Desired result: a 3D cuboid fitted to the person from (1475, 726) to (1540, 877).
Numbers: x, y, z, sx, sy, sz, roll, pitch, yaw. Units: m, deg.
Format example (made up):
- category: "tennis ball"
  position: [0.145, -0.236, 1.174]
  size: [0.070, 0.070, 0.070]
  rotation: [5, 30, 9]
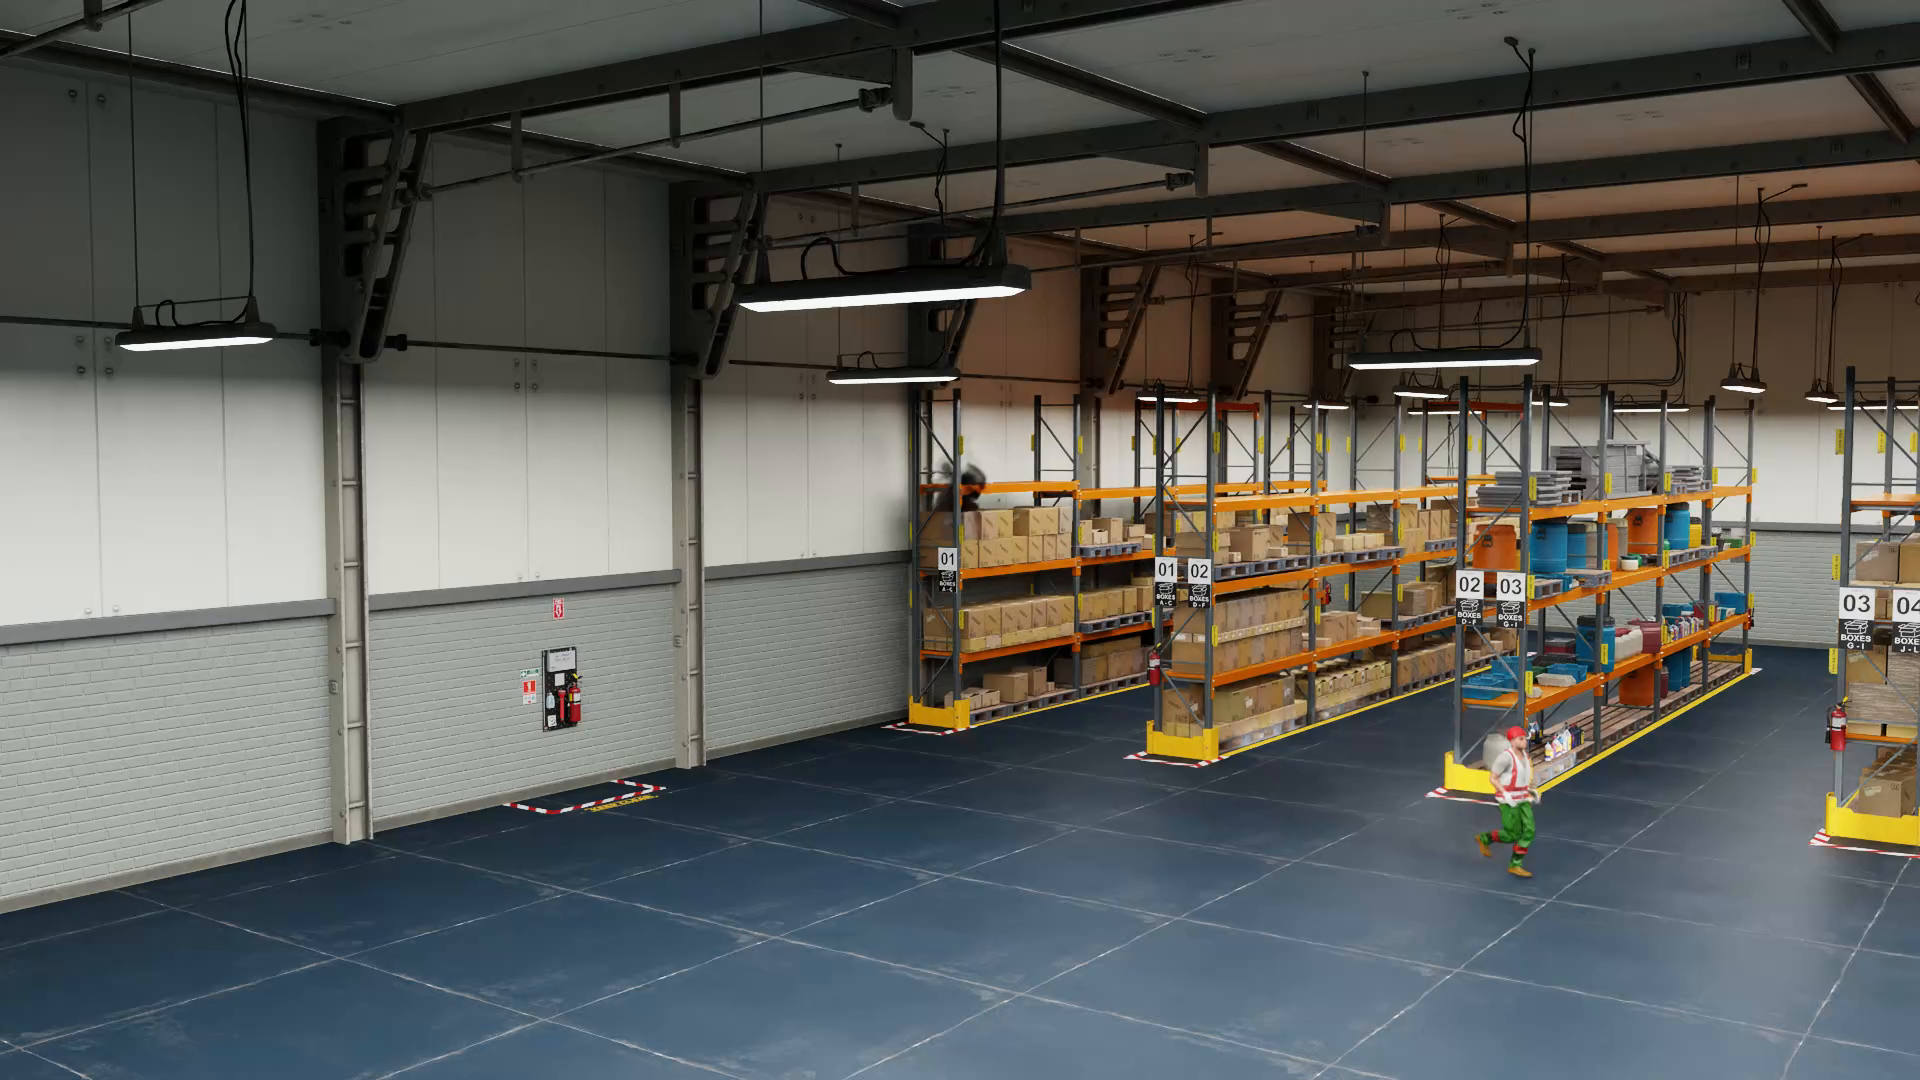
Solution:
- category: "person"
  position: [6.410, 3.027, 19.458]
  size: [0.646, 1.738, 0.712]
  rotation: [-2, 4, -33]
